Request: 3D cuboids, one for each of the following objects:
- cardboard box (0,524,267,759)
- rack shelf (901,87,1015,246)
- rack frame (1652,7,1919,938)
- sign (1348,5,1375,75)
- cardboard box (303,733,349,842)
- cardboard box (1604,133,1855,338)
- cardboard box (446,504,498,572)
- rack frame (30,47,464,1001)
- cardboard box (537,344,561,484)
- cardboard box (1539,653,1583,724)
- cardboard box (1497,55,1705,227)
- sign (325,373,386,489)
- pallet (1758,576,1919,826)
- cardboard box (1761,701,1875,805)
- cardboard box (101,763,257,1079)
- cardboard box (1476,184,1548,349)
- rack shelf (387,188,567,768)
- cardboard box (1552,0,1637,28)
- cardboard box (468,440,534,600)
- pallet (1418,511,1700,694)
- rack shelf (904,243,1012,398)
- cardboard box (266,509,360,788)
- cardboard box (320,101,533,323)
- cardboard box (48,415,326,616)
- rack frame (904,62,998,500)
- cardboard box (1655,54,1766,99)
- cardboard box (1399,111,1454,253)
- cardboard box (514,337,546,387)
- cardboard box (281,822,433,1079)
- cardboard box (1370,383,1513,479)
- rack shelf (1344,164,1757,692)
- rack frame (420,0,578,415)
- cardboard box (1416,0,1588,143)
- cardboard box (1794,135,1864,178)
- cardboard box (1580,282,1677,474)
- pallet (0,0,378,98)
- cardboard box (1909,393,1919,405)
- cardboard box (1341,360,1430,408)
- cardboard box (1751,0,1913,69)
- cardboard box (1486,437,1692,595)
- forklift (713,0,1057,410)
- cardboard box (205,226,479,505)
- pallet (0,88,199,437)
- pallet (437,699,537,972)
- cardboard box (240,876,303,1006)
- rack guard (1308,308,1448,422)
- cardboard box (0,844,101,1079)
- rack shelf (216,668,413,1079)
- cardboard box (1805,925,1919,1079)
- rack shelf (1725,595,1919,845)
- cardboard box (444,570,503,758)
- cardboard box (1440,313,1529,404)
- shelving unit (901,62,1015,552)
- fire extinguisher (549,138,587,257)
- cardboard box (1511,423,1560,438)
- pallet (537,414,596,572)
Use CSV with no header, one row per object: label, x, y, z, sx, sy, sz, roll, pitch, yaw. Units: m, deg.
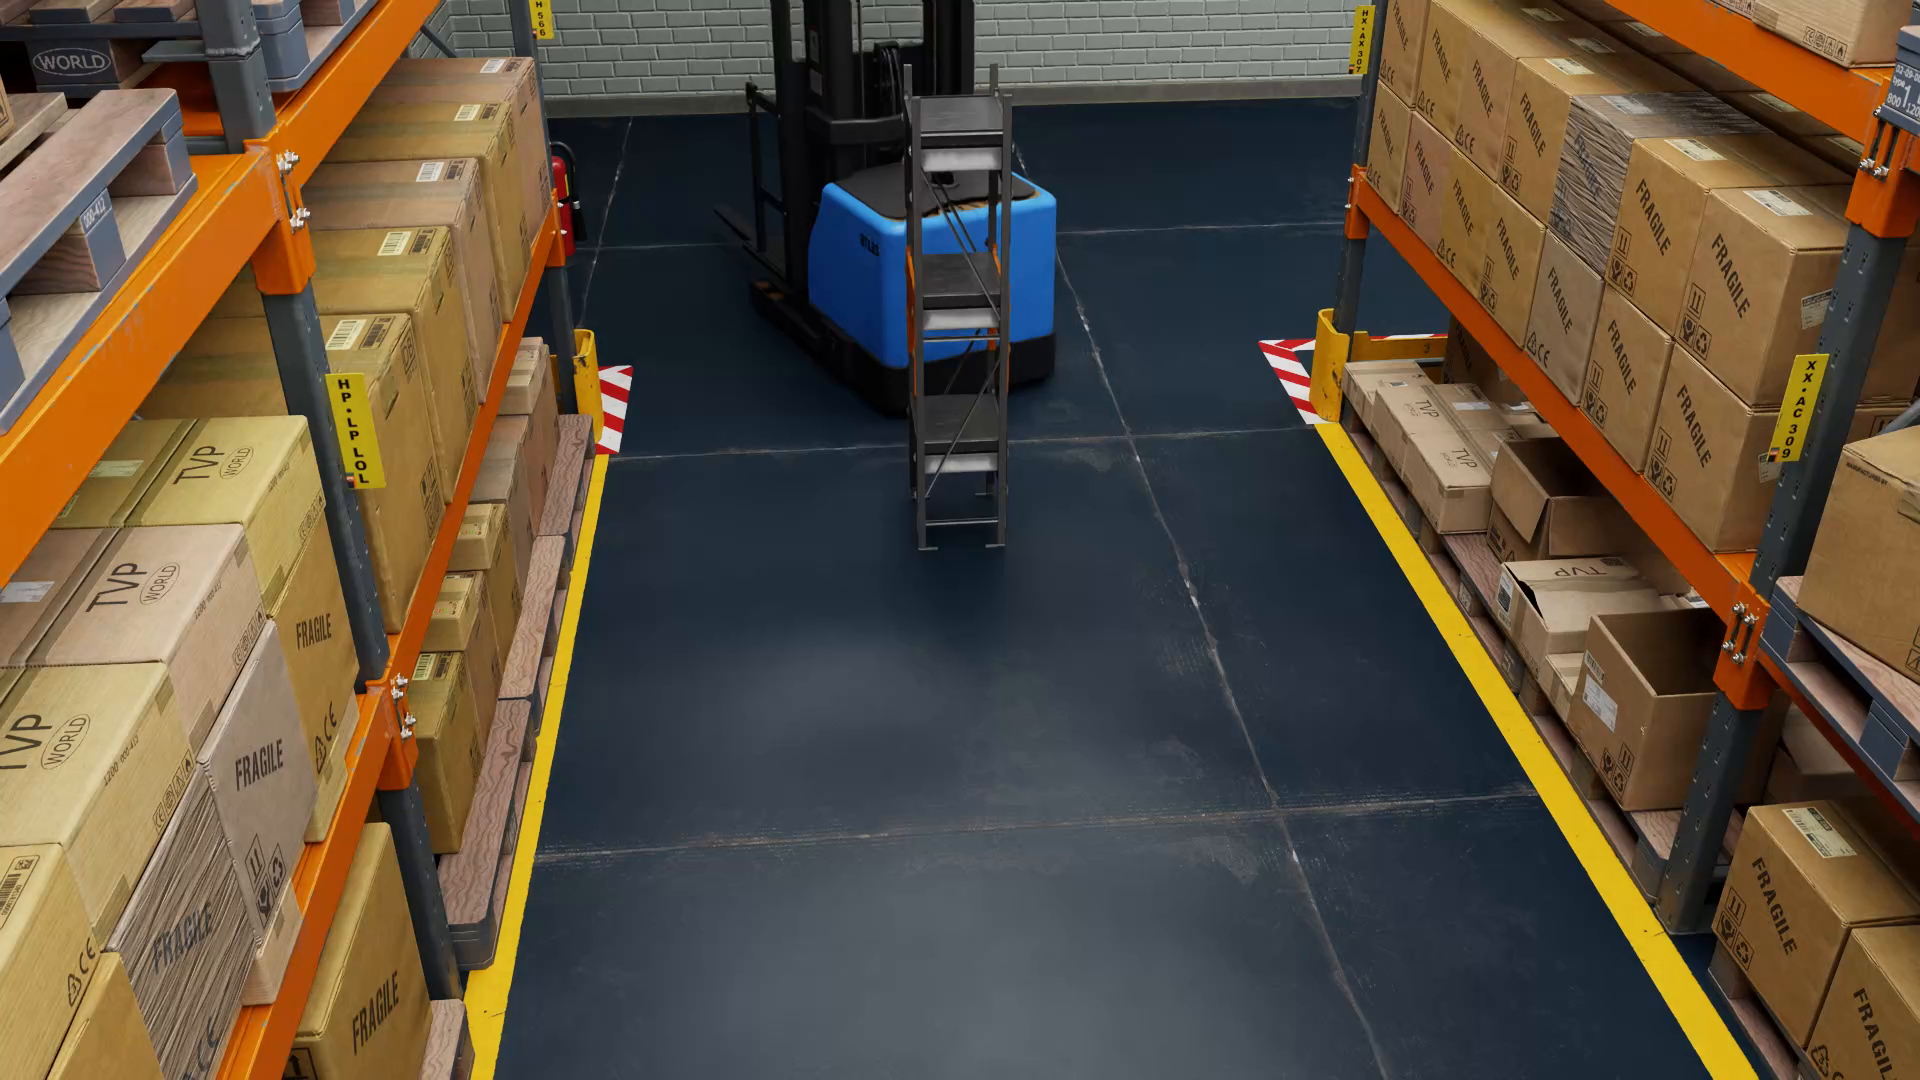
cardboard box,-1.743,0.206,3.341,0.500,0.250,0.500,-2,31,-4
rack shelf,-0.015,-1.575,7.001,0.431,0.518,0.480,-3,31,-5
rack frame,2.852,-0.020,4.858,1.000,3.000,0.127,-3,31,-5
sign,1.938,-2.407,8.011,0.100,0.325,0.005,-3,31,-5
cardboard box,-1.719,0.606,4.036,0.380,0.149,0.250,-2,31,-4
cardboard box,2.496,-0.999,5.425,0.500,0.500,0.500,-3,31,-6
cardboard box,-1.947,-0.003,6.225,0.380,0.149,0.250,-4,31,-6
rack frame,-2.080,0.220,4.457,1.000,3.000,0.127,-3,31,-5
cardboard box,-2.288,-0.577,7.819,0.700,0.500,0.500,-3,31,-5
cardboard box,2.421,0.549,6.256,0.380,0.149,0.250,-3,31,-5
cardboard box,2.404,-1.513,6.286,0.500,0.500,0.500,-3,31,-5
sign,-1.540,-0.274,4.232,0.100,0.325,0.005,-3,31,-5
pallet,2.818,0.476,4.215,1.003,0.211,1.213,-3,31,-5
cardboard box,3.028,0.721,5.811,0.500,0.311,0.500,-3,31,-5
cardboard box,-1.690,0.781,3.111,0.500,0.500,0.500,-3,31,-4
cardboard box,2.400,-1.091,6.554,0.500,0.500,0.500,-2,31,-4
rack shelf,-2.267,-0.493,6.351,1.077,0.370,4.000,-3,31,-5
cardboard box,2.842,-2.062,7.205,0.500,0.500,0.500,-2,31,-3
cardboard box,-2.194,-0.065,6.962,0.700,0.500,0.500,-4,31,-6
pallet,2.672,0.203,7.205,1.003,0.211,1.213,-3,31,-5
rack shelf,-0.015,-0.974,7.360,0.431,0.518,0.480,-3,31,-5
cardboard box,-1.786,0.264,3.976,0.500,0.500,0.500,-3,31,-5
cardboard box,-2.317,-1.321,6.743,0.980,0.700,0.700,-3,31,-5
cardboard box,-1.781,-0.055,3.779,0.500,0.250,0.500,-2,31,-3
rack frame,-0.038,-1.111,7.562,0.400,2.100,0.015,-3,31,-5
cardboard box,2.943,-1.535,6.323,0.500,0.500,0.500,-2,31,-3
cardboard box,2.311,-1.602,7.410,0.500,0.500,0.500,-3,31,-5
cardboard box,-2.095,-0.799,7.558,0.380,0.149,0.250,-3,31,-5
cardboard box,-1.890,1.288,4.356,0.750,0.750,0.750,-2,31,-4
cardboard box,2.293,-0.524,7.954,0.500,0.250,0.500,-3,31,-5
rack shelf,2.665,-0.732,6.752,1.077,0.370,4.000,-3,31,-5
rack frame,-2.453,-1.823,7.876,1.000,3.000,0.127,-3,31,-5
cardboard box,2.314,-2.028,7.148,0.500,0.500,0.500,-2,31,-4
cardboard box,3.039,-1.009,5.442,0.500,0.500,0.500,-4,31,-6
cardboard box,2.500,-0.569,5.679,0.500,0.500,0.500,-2,31,-3
pallet,-2.146,-1.448,4.411,1.003,0.211,1.213,-3,31,-5
cardboard box,3.076,-0.336,5.290,0.500,0.500,0.500,-2,31,-3
cardboard box,2.175,-0.797,8.510,0.380,0.149,0.250,-3,31,-5
cardboard box,2.542,-1.479,4.521,0.500,0.250,0.500,-3,31,-5
cardboard box,2.671,-0.096,6.991,0.797,0.503,0.637,-3,31,-5
forklift,-0.620,-2.674,9.369,1.130,2.935,3.031,-15,34,-24
cardboard box,-2.177,-0.560,5.470,0.980,0.700,0.700,-4,31,-6
pallet,-1.945,-0.520,2.957,0.805,0.209,1.217,-4,31,-7
pallet,-2.073,1.025,5.829,1.003,0.211,1.213,-3,31,-5
cardboard box,-1.657,0.872,3.590,0.380,0.149,0.250,-3,31,-5
rack guard,2.485,-0.950,8.853,1.175,0.500,0.348,-3,31,-5
cardboard box,-1.647,0.727,2.470,0.500,0.250,0.500,-3,31,-6
rack shelf,-1.893,1.550,2.932,1.077,0.370,4.000,-3,31,-5
cardboard box,2.715,1.395,4.498,0.500,0.500,0.500,-2,31,-4
rack shelf,3.039,1.310,3.333,1.077,0.370,4.000,-3,31,-5
cardboard box,-2.091,0.469,6.068,0.700,0.500,0.500,-3,31,-5
cardboard box,2.774,-0.912,8.360,0.500,0.500,0.500,-3,31,-5
shelving unit,-0.015,-0.986,7.353,0.431,2.100,0.503,-3,31,-5
fire extinguisher,-2.008,-1.728,8.158,0.296,0.674,0.183,-3,31,-5
cardboard box,2.833,-0.318,7.610,0.500,0.250,0.500,-3,31,-5
pallet,-2.301,-0.221,7.914,1.003,0.211,1.213,-3,31,-5
